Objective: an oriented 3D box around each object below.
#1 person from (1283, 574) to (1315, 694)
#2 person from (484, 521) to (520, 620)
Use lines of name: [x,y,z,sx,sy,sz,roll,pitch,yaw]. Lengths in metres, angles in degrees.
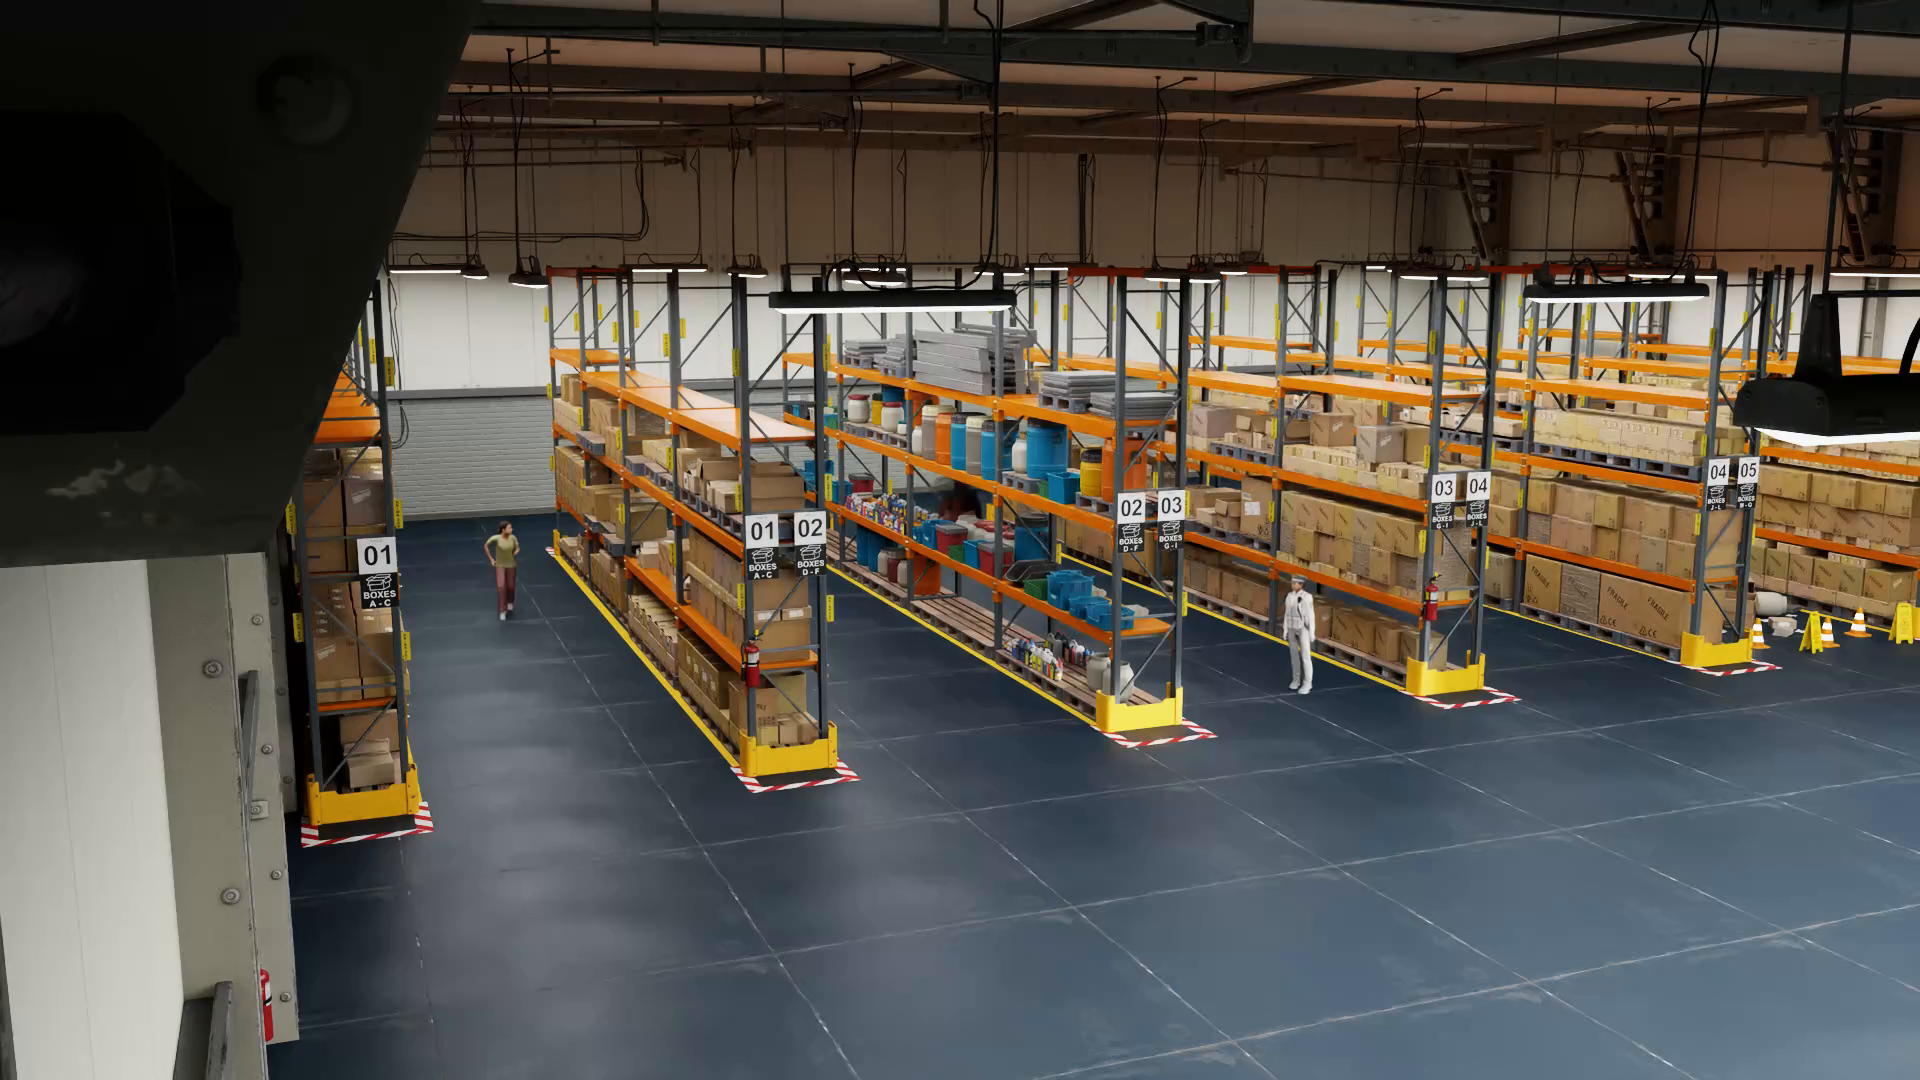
person: [4.911,1.334,24.158,0.416,1.699,0.587,-8,13,-38]
person: [-7.972,0.497,29.021,0.604,1.705,0.833,-3,10,-16]
